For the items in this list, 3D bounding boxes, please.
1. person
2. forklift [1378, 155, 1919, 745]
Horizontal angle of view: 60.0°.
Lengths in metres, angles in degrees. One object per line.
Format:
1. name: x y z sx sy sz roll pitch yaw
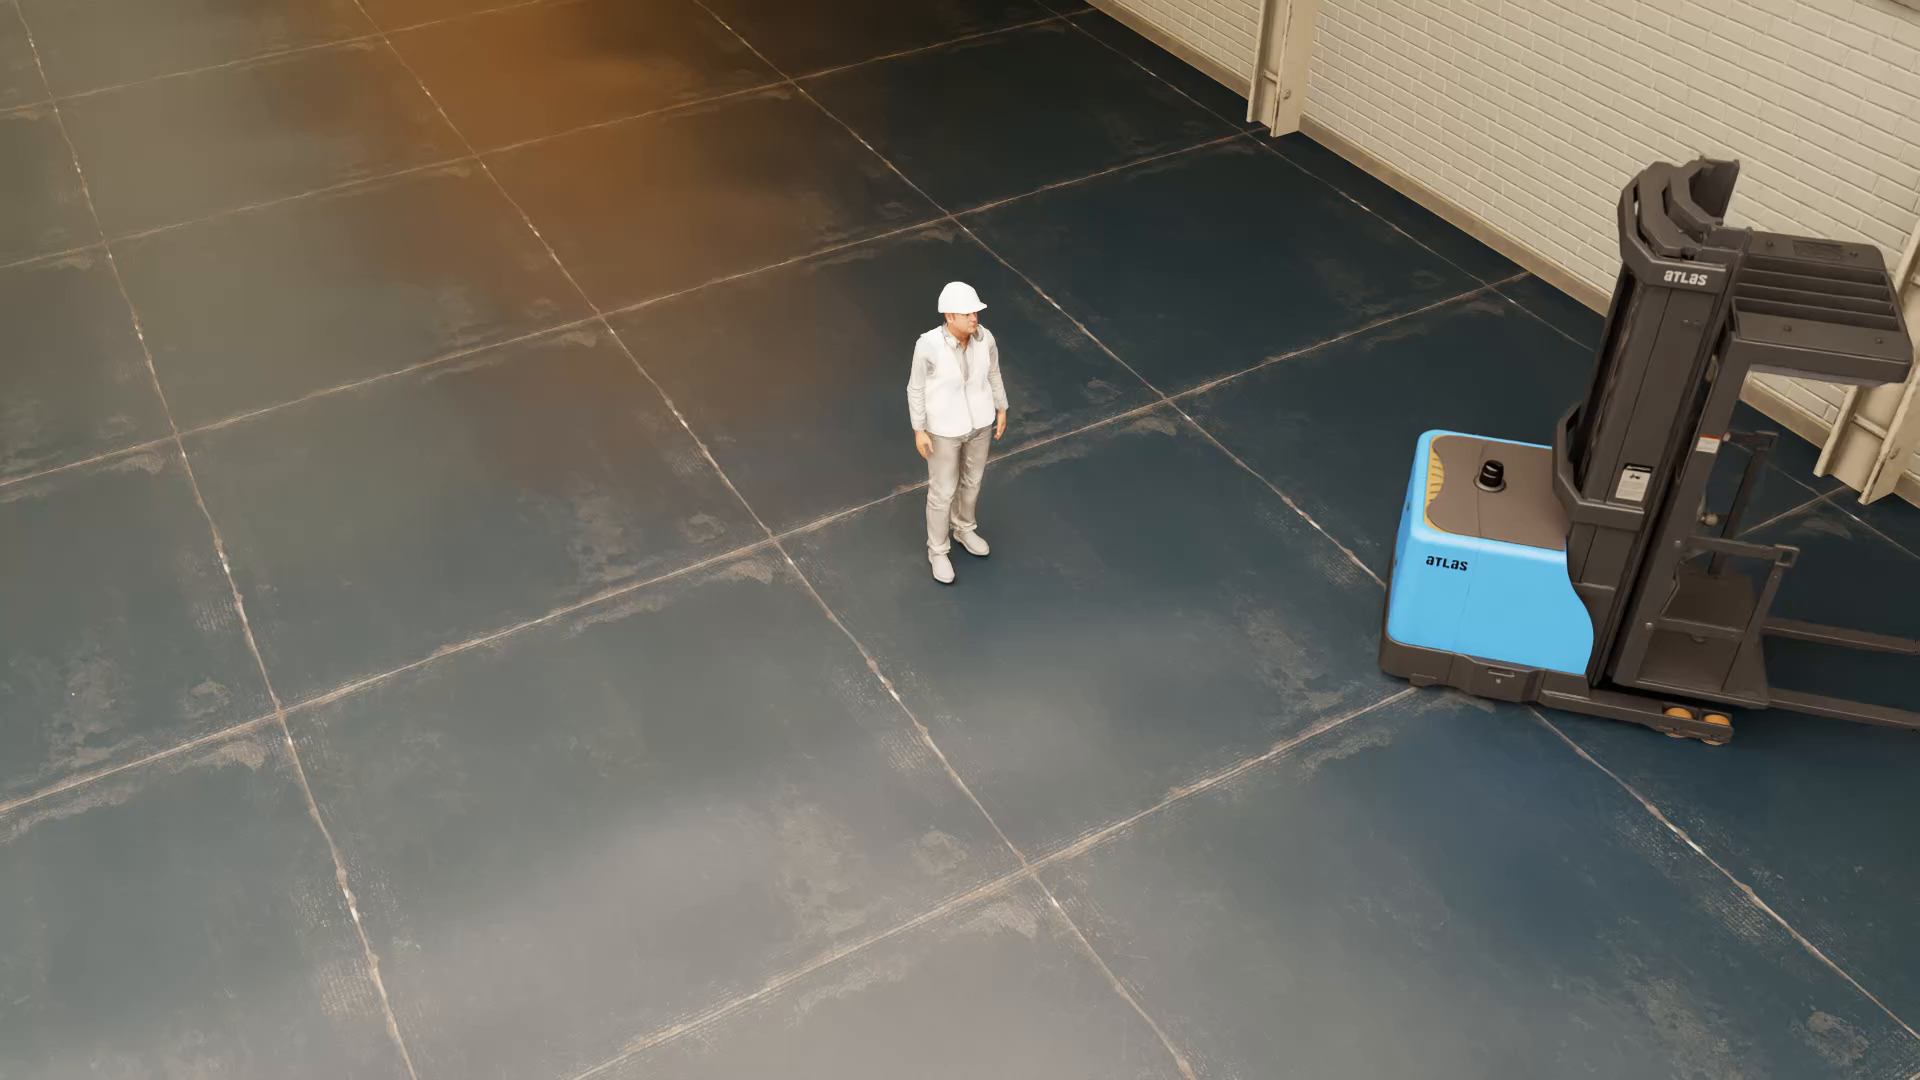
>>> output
1. person: 0.025 -0.651 9.716 0.634 1.775 0.566 -20 44 -23
2. forklift: 3.935 -0.399 8.517 3.031 2.935 1.130 10 41 12
